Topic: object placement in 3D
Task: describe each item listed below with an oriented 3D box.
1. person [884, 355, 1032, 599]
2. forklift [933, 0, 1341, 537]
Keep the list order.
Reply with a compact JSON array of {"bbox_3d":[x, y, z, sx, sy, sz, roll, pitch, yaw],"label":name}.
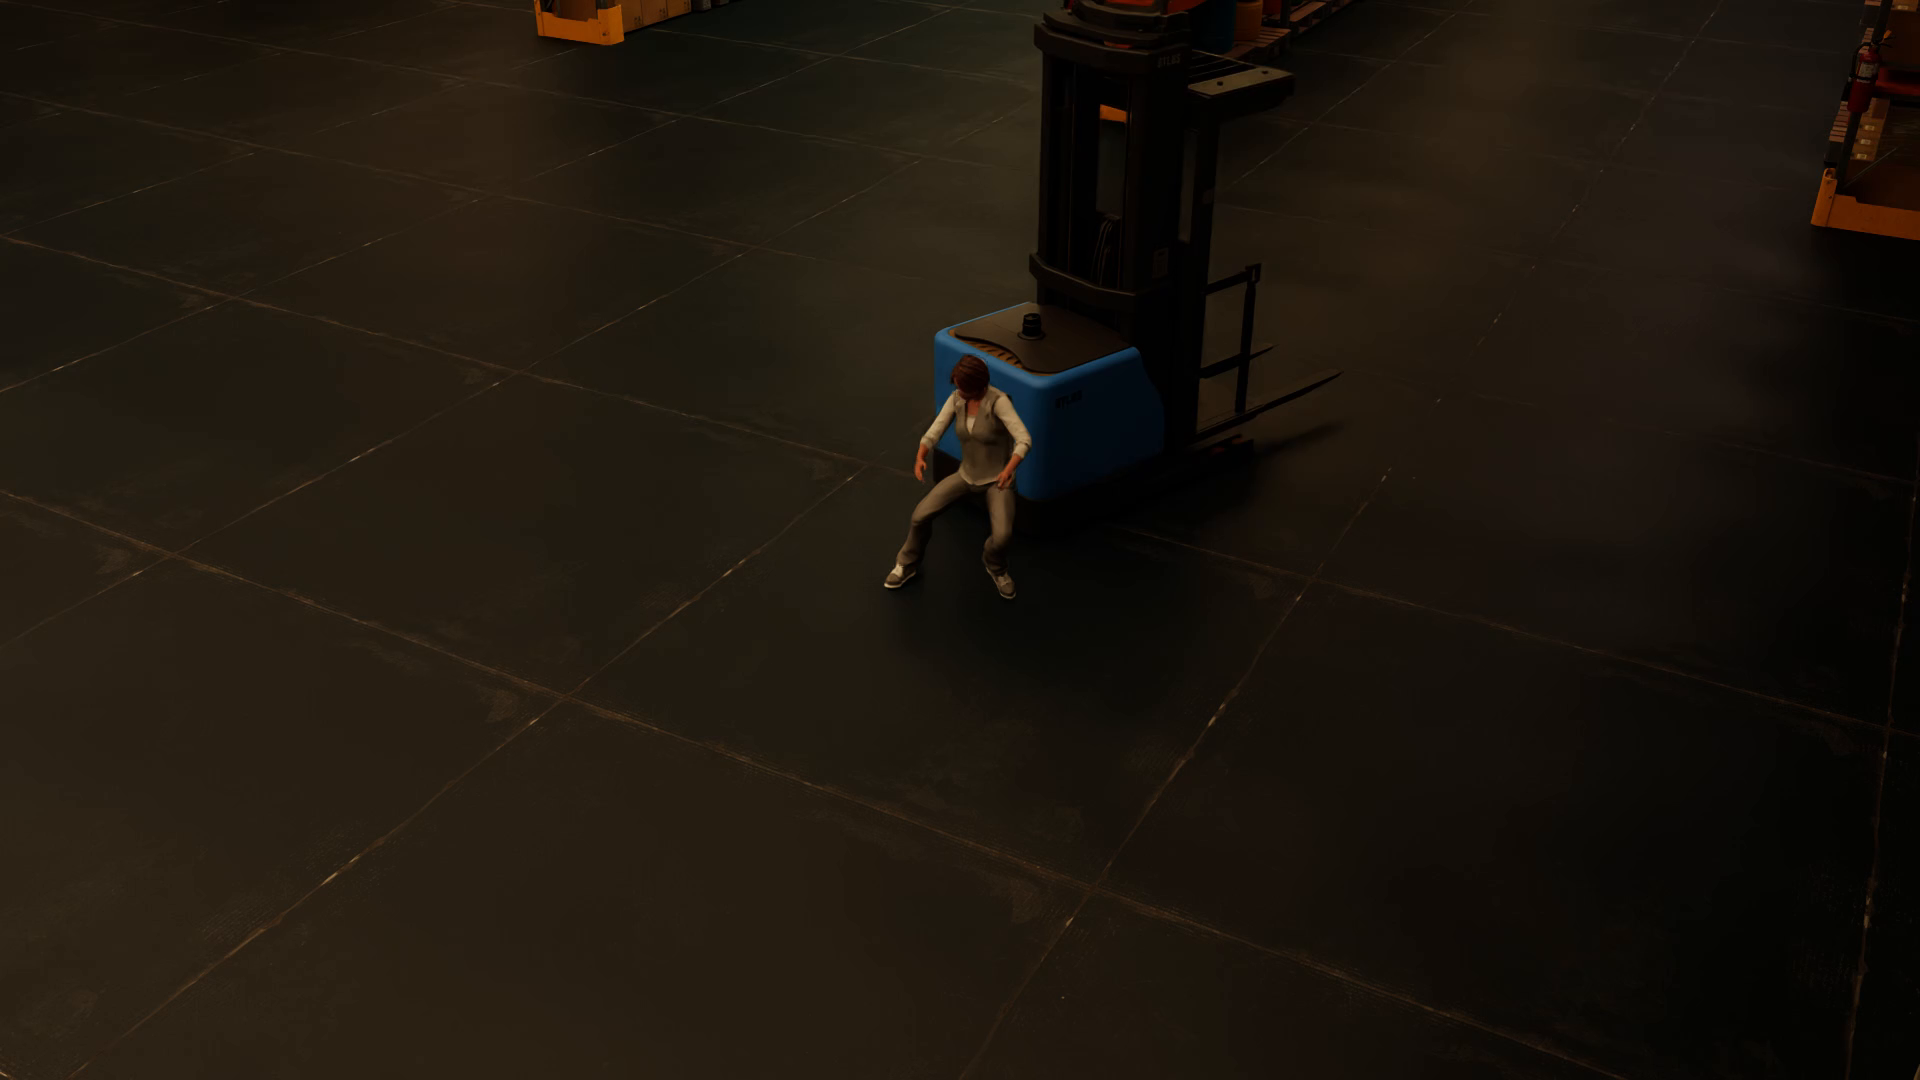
[{"bbox_3d":[0.024,-0.319,9.143,0.832,1.401,0.642,20,35,30],"label":"person"},{"bbox_3d":[1.283,-1.890,10.346,3.031,2.935,1.130,-23,37,-34],"label":"forklift"}]
